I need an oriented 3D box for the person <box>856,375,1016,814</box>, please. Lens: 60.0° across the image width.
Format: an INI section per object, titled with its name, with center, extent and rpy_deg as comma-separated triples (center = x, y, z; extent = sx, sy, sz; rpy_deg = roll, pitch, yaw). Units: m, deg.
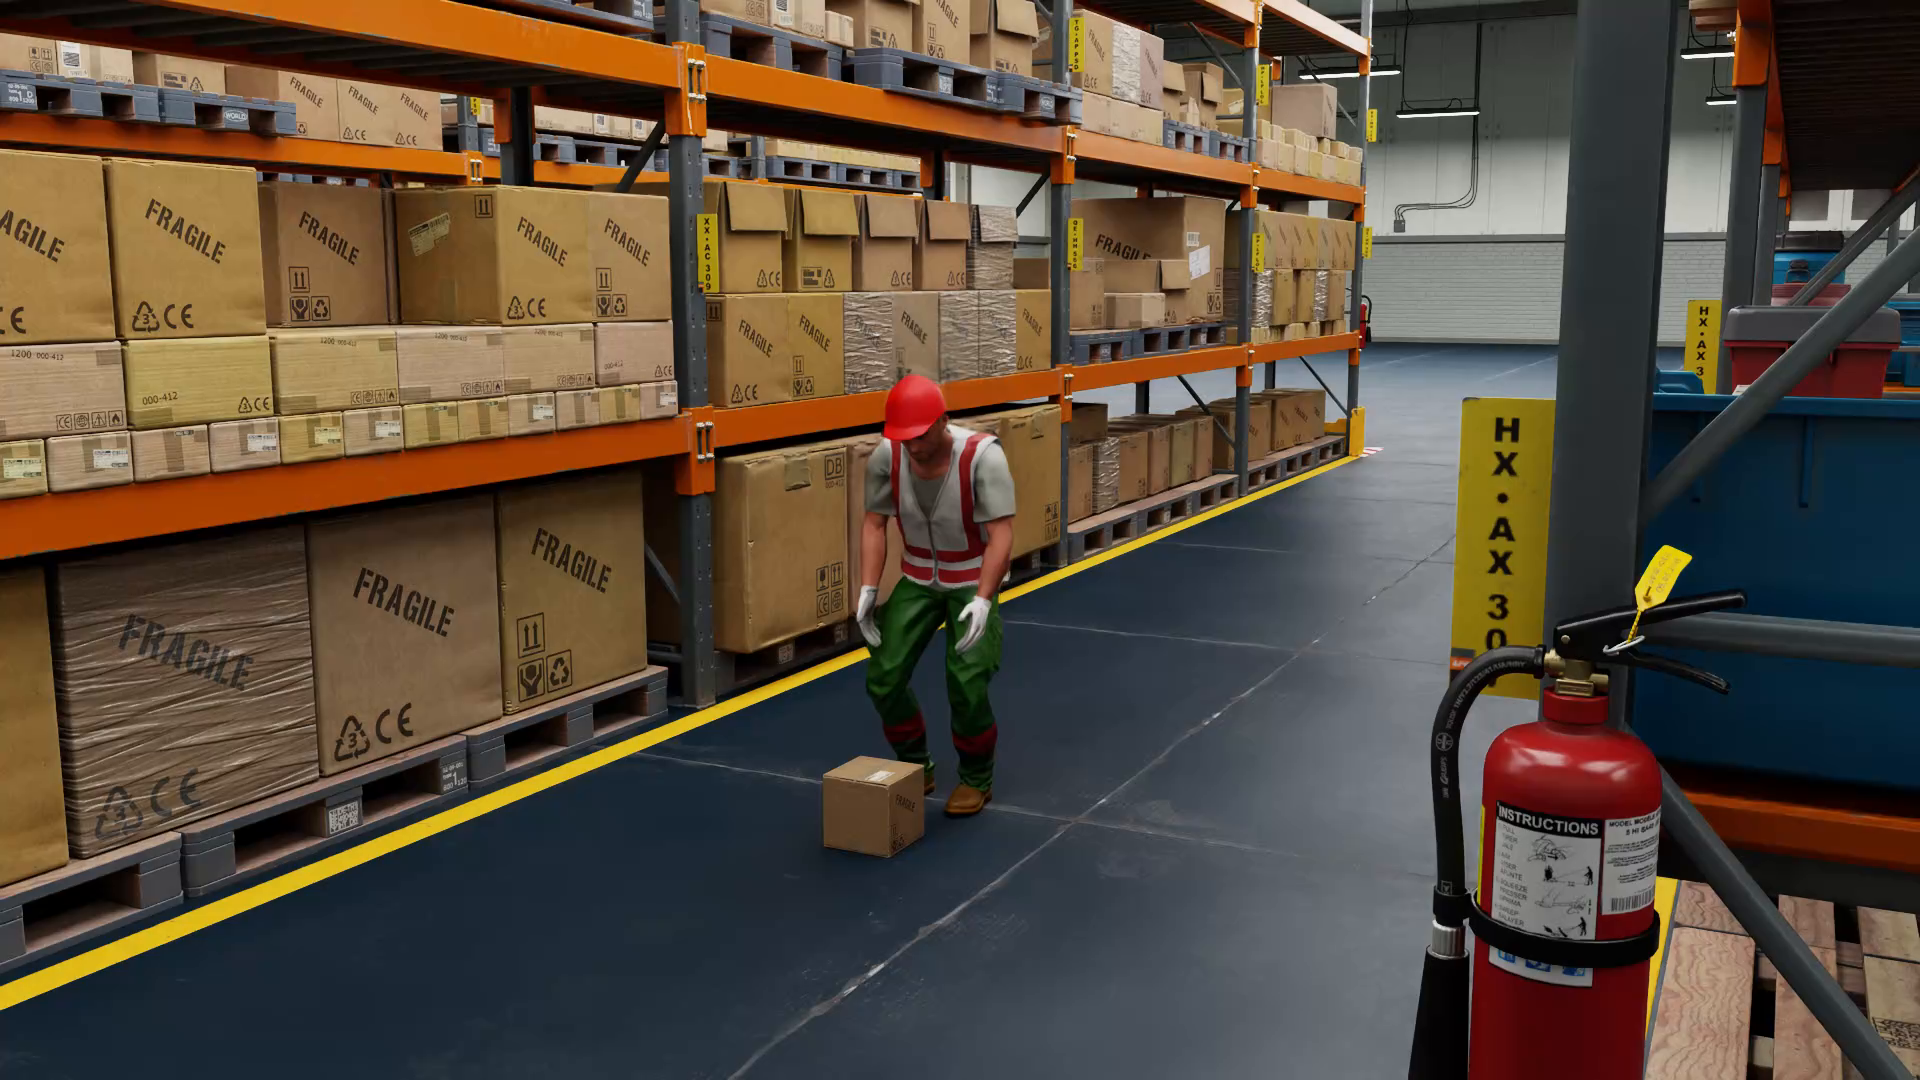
[person]
center = -0.064, 0.190, 5.836
extent = 0.577, 1.555, 0.669
rpy_deg = 5, 10, 26
